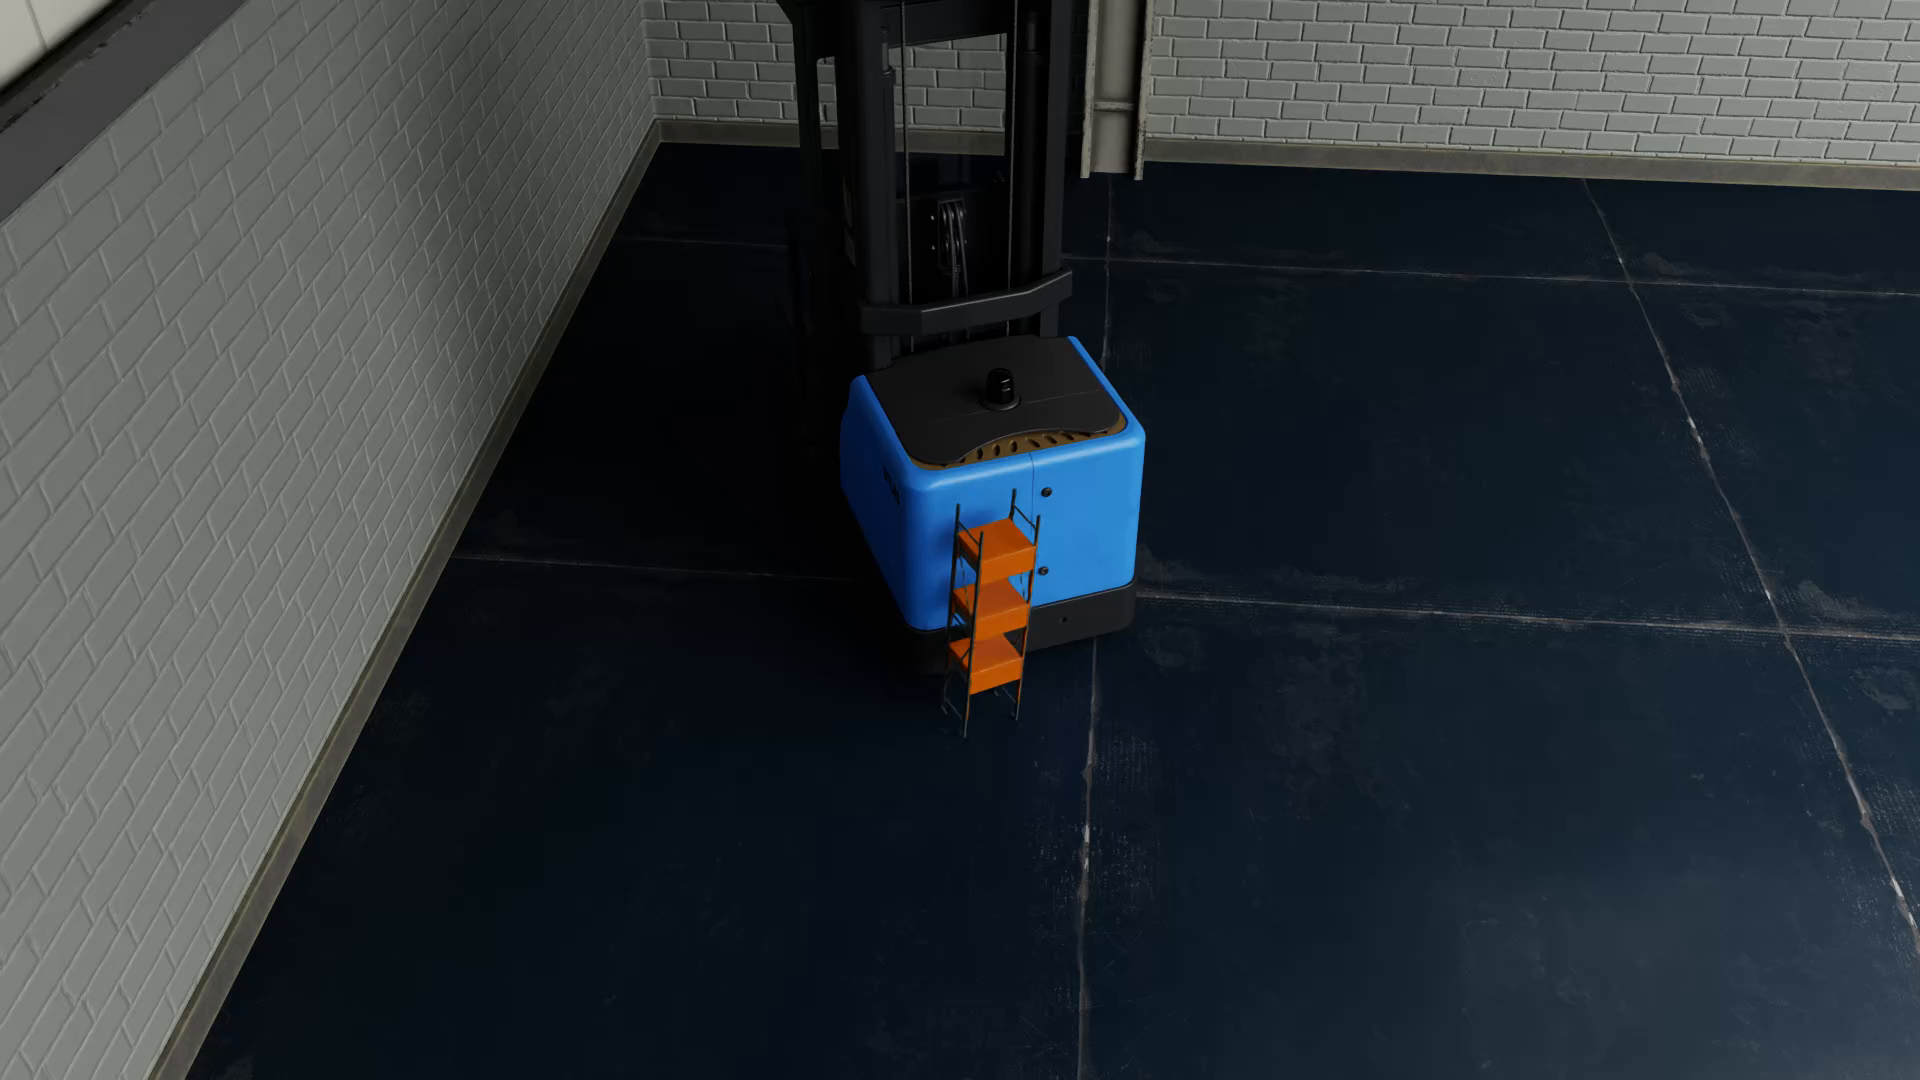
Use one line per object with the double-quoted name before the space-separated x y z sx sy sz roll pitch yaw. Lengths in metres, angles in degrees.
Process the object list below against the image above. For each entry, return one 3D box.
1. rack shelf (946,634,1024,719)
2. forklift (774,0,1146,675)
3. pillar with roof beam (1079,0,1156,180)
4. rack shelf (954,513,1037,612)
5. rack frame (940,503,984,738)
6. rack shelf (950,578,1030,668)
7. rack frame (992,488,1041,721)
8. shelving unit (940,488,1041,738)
"rack shelf" 0.093 0.530 6.709 0.240 0.259 0.215 -16 42 -24
"forklift" -0.203 -1.510 7.283 1.130 2.935 3.031 -12 41 -15
"pillar with roof beam" 0.601 -3.174 4.522 0.400 9.000 9.100 3 39 4
"rack shelf" 0.129 0.087 6.366 0.240 0.259 0.215 -16 42 -24
"rack frame" 0.004 0.333 6.483 0.008 1.050 0.200 -16 42 -24
"rack shelf" 0.110 0.311 6.539 0.240 0.259 0.215 -16 42 -24
"rack frame" 0.218 0.272 6.584 0.008 1.050 0.200 -16 42 -24
"shelving unit" 0.111 0.302 6.533 0.252 1.050 0.215 -16 42 -24
